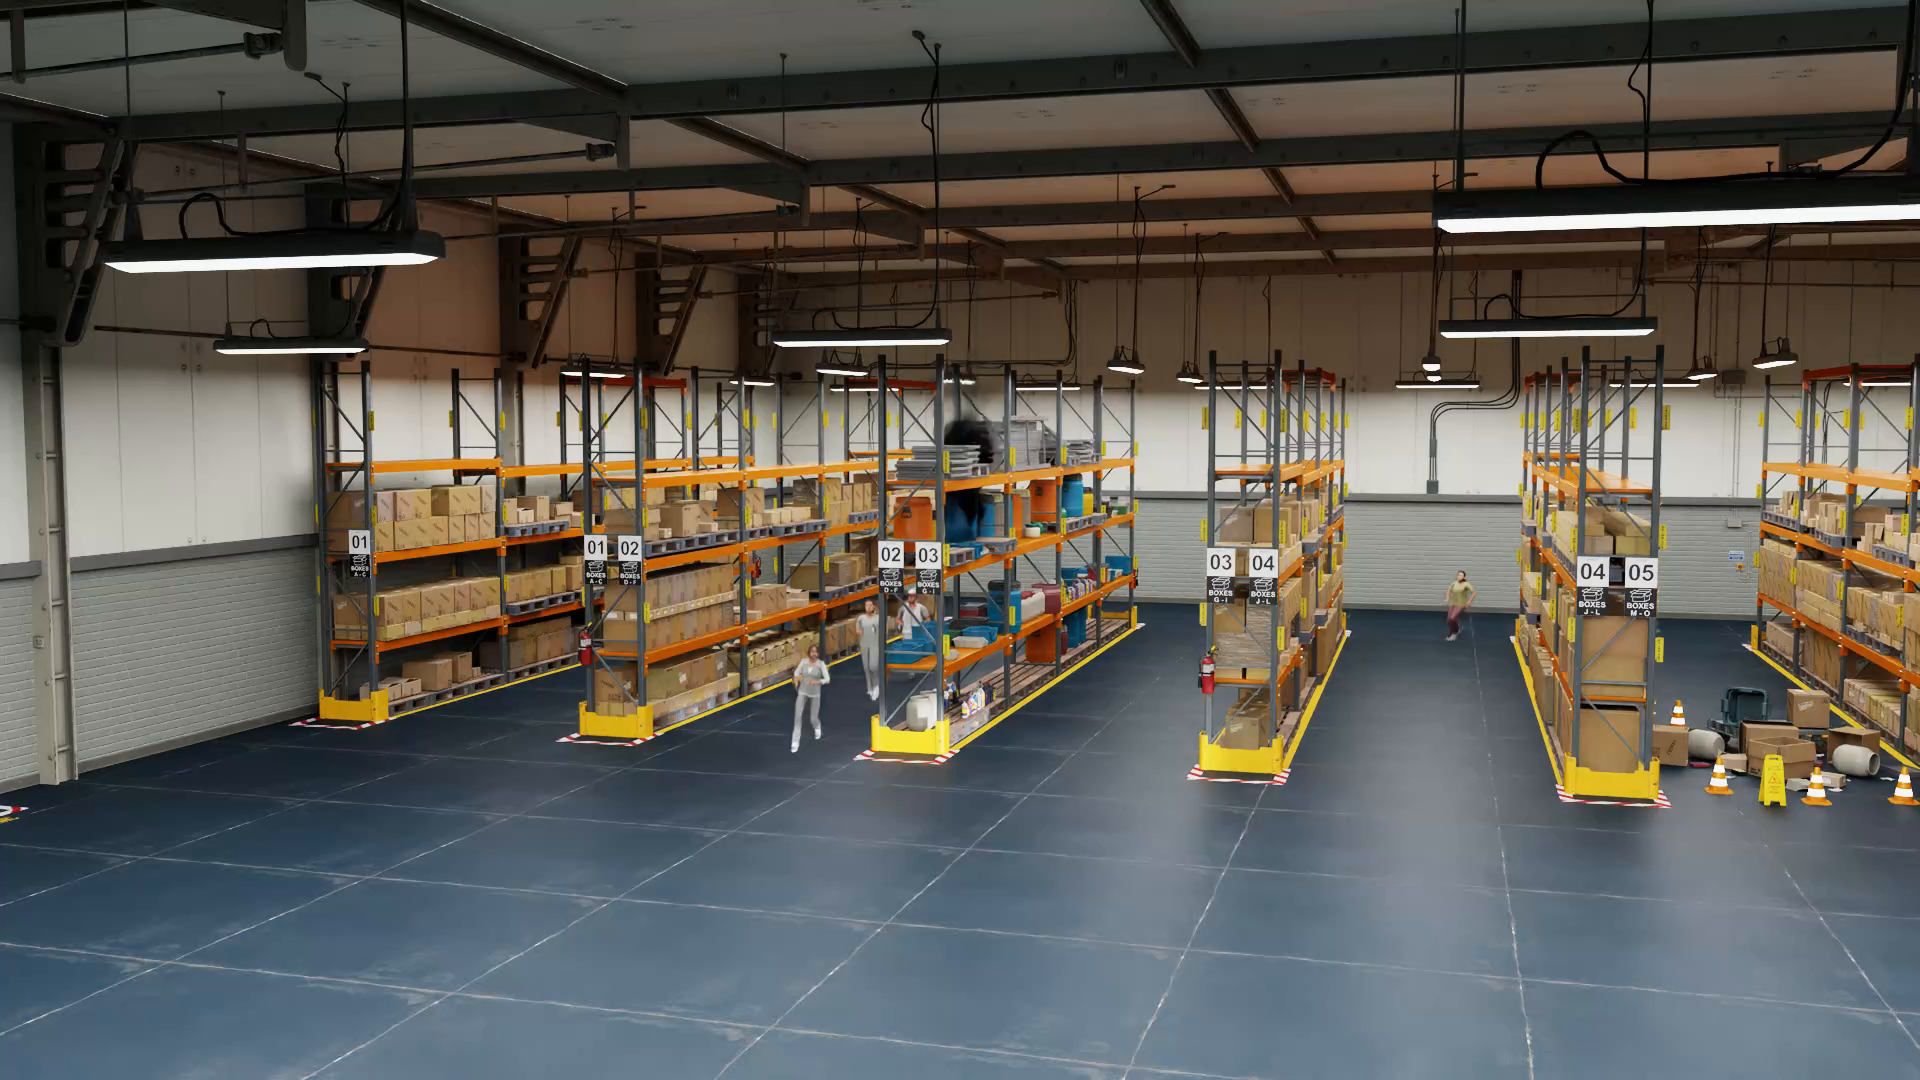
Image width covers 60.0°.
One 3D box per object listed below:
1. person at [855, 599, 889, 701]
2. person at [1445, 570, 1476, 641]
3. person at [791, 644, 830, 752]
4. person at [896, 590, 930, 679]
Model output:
[{"bbox_3d":[-1.531,1.874,28.377,0.546,1.731,0.634,1,4,10],"label":"person"},{"bbox_3d":[11.288,1.492,37.694,0.601,1.614,0.638,-4,5,-41],"label":"person"},{"bbox_3d":[-2.238,2.349,25.047,0.566,1.568,0.771,0,4,5],"label":"person"},{"bbox_3d":[-0.923,1.829,32.182,0.650,1.737,0.605,0,4,7],"label":"person"}]
